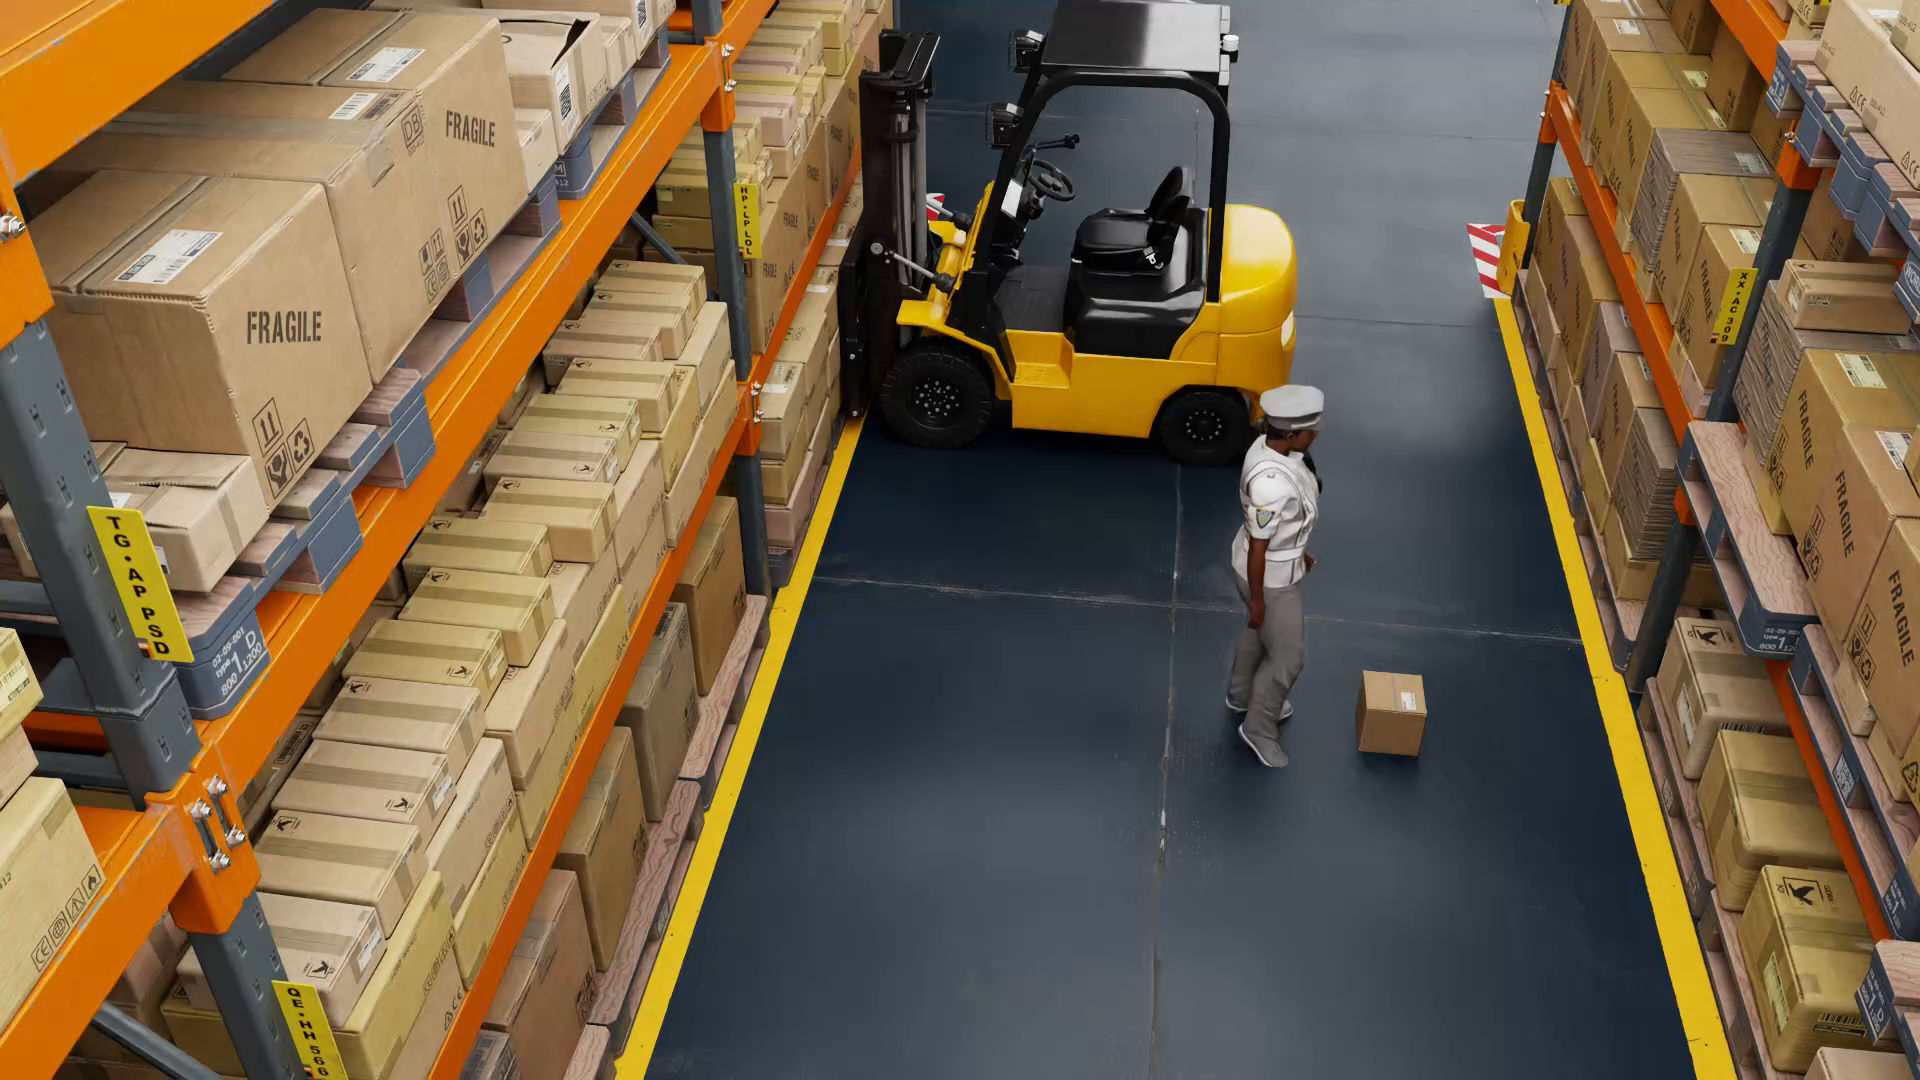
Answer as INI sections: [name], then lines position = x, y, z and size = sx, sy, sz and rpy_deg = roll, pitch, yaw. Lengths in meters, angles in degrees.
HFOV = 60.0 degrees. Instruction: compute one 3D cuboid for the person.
[person]
position = 1.292, 0.163, 6.844
size = 0.372, 1.742, 0.501
rpy_deg = 7, 37, 9
